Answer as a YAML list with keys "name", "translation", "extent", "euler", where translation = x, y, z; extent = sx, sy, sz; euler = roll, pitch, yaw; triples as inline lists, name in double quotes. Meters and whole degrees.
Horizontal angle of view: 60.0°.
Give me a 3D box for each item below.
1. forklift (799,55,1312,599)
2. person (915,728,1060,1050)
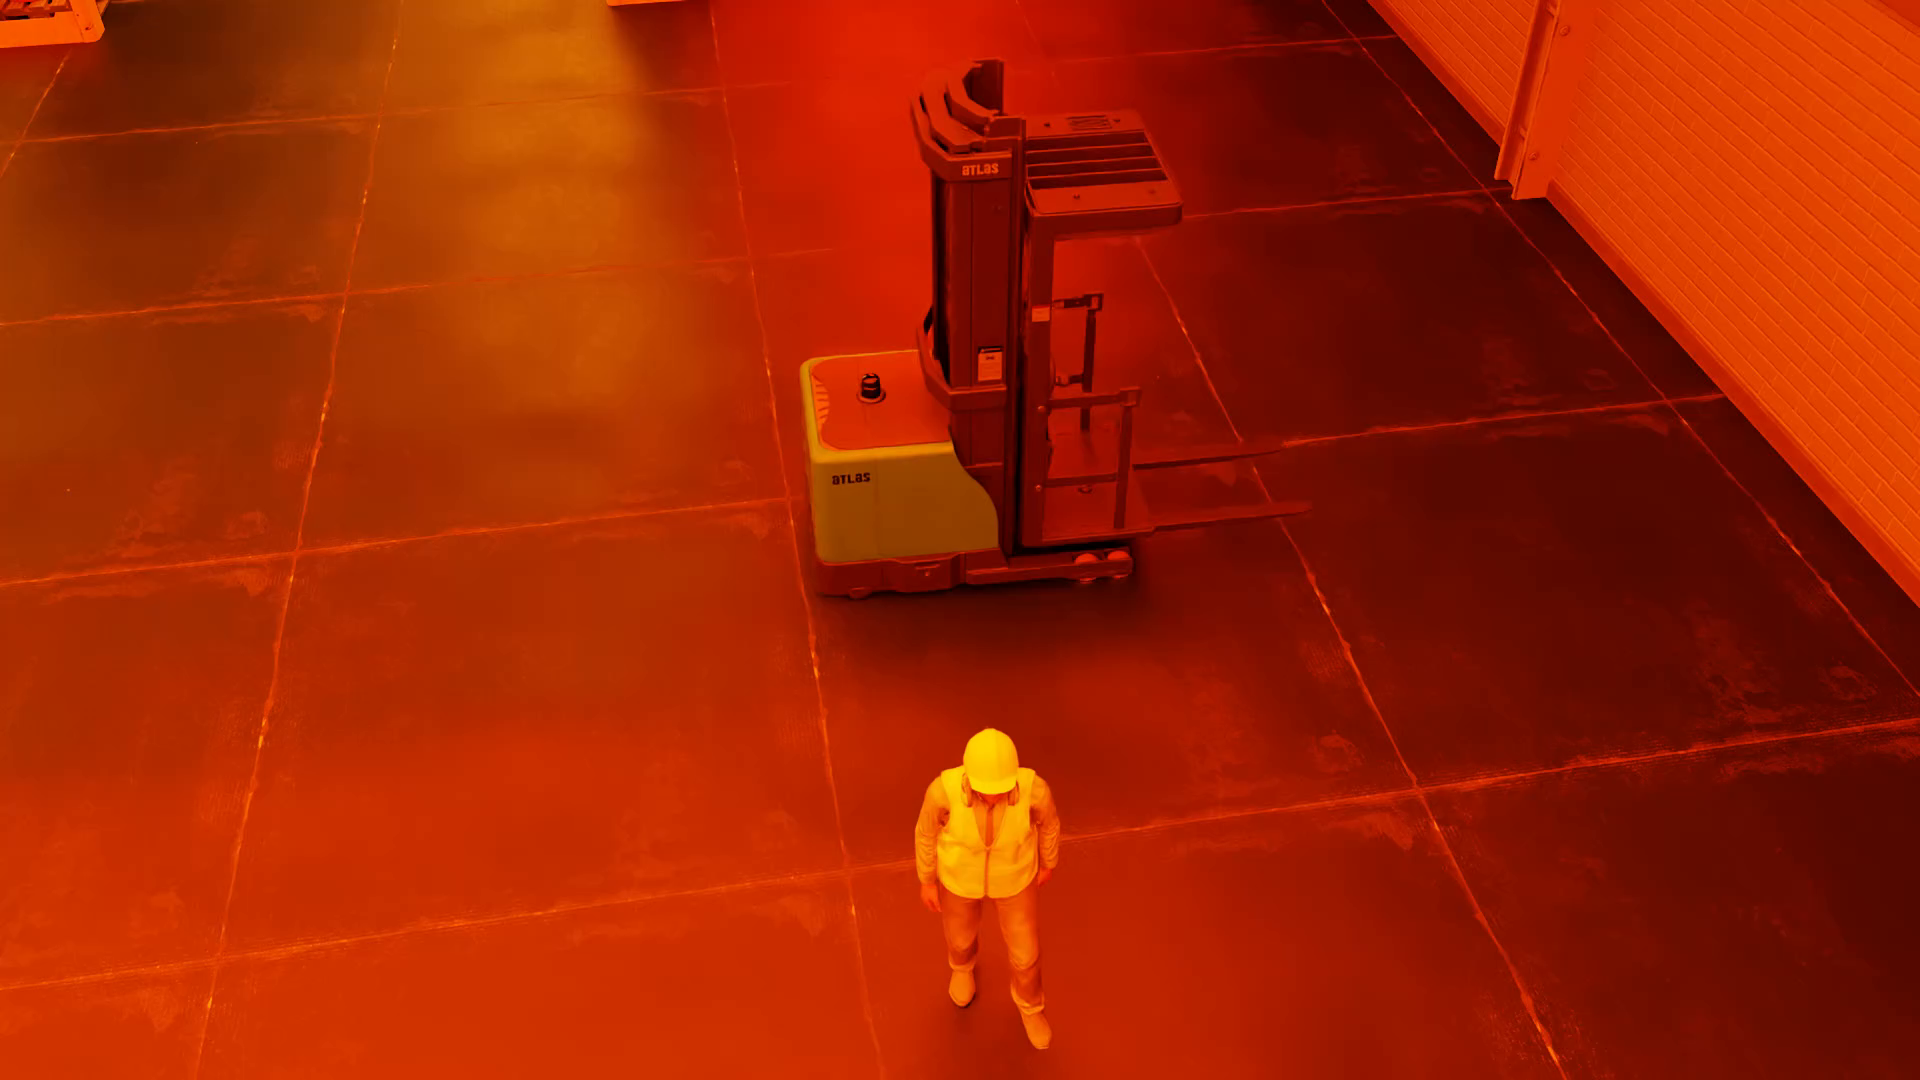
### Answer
- name: "forklift"
  translation: [0.595, -1.205, 9.375]
  extent: [3.031, 2.935, 1.130]
  euler: [-5, 41, -6]
- name: "person"
  translation: [0.116, 1.477, 7.155]
  extent: [0.616, 1.800, 0.542]
  euler: [0, 40, 0]
